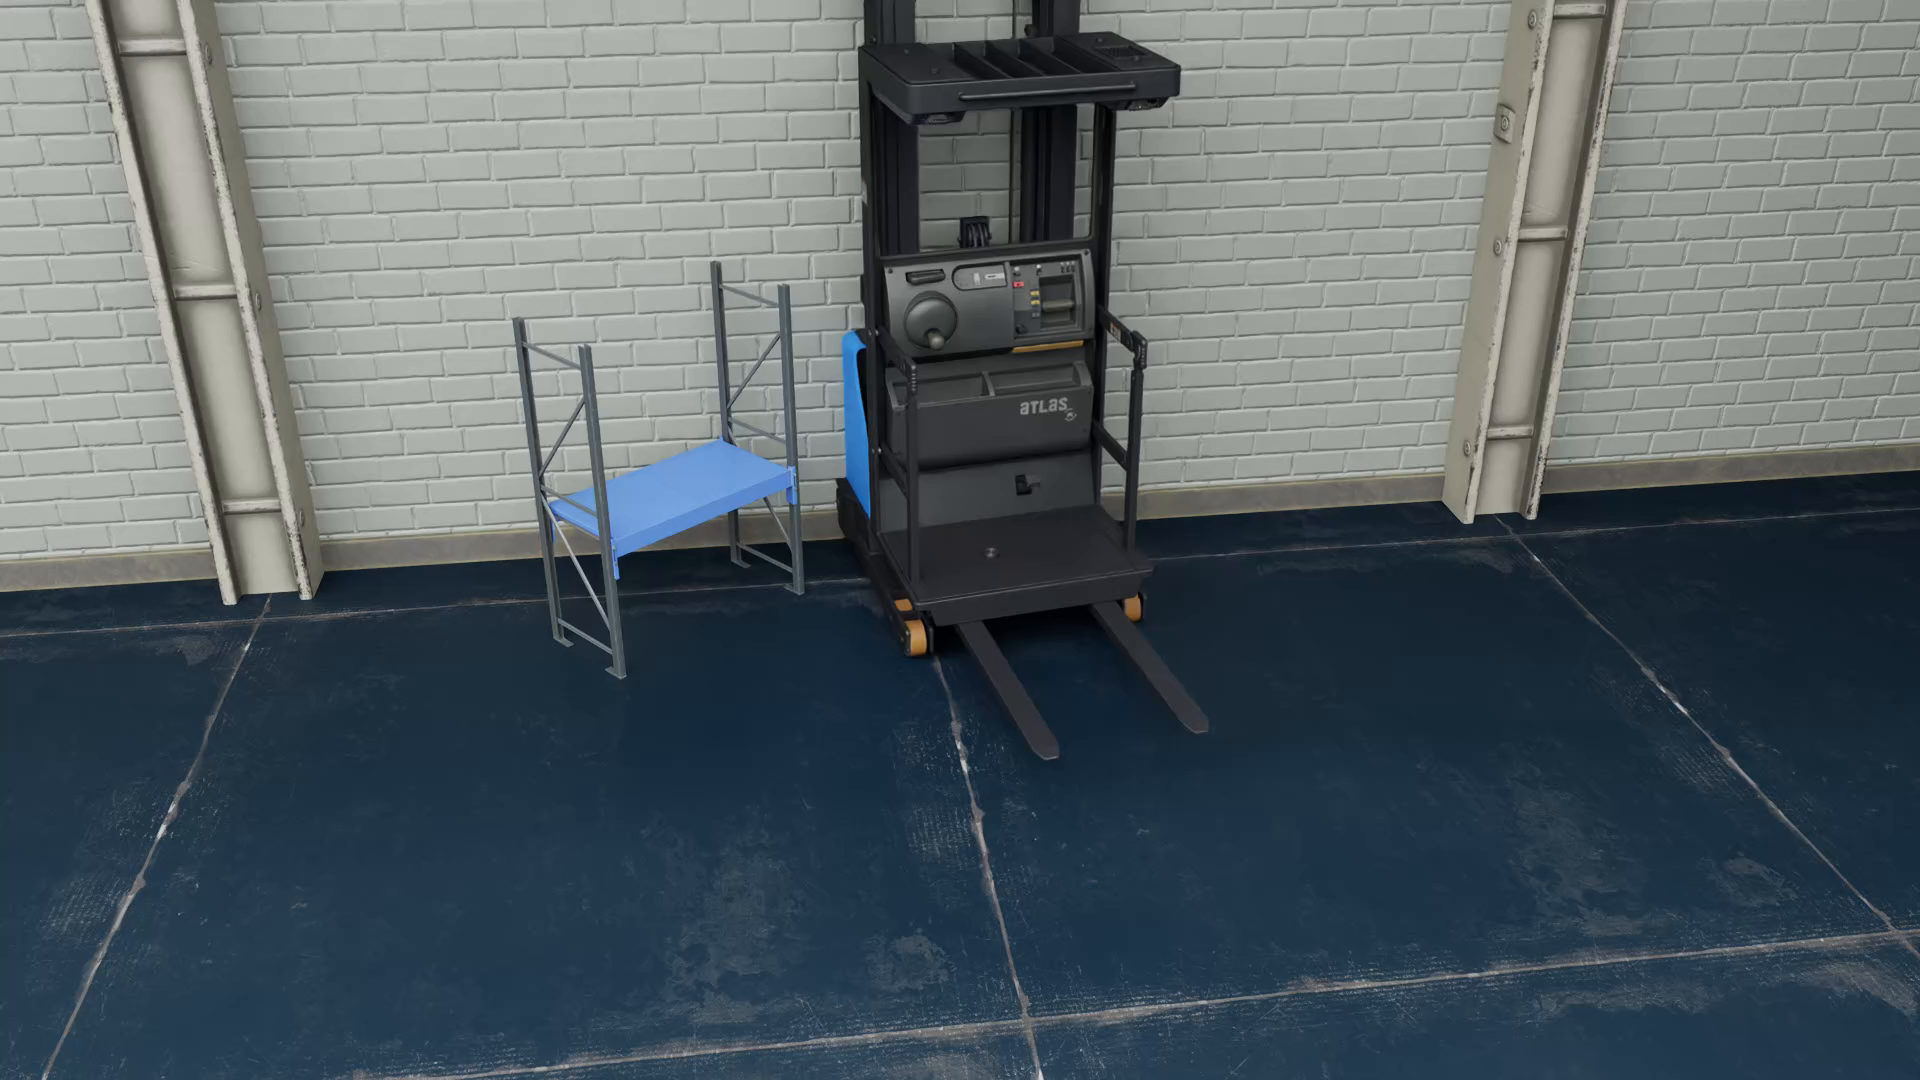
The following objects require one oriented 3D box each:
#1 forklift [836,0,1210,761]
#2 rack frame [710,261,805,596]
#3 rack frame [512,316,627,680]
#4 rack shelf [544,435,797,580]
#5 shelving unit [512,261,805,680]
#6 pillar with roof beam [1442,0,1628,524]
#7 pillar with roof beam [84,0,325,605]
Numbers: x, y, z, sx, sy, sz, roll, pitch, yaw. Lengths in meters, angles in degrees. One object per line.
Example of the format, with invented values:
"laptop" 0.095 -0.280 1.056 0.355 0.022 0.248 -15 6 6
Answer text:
"forklift" 0.198 -0.996 6.980 1.130 2.935 3.031 -8 28 -15
"rack frame" -0.917 -0.491 7.564 0.500 1.500 0.032 23 35 38
"rack frame" -1.616 -0.154 6.908 0.500 1.500 0.032 23 35 38
"rack shelf" -1.267 -0.163 7.318 0.538 0.185 1.000 23 35 38
"shelving unit" -1.267 -0.323 7.236 0.538 1.500 1.048 23 35 38
"pillar with roof beam" 3.320 -2.223 2.724 0.400 9.000 9.100 -4 27 -7
"pillar with roof beam" -2.622 -1.841 1.981 0.400 9.000 9.100 -4 27 -7
